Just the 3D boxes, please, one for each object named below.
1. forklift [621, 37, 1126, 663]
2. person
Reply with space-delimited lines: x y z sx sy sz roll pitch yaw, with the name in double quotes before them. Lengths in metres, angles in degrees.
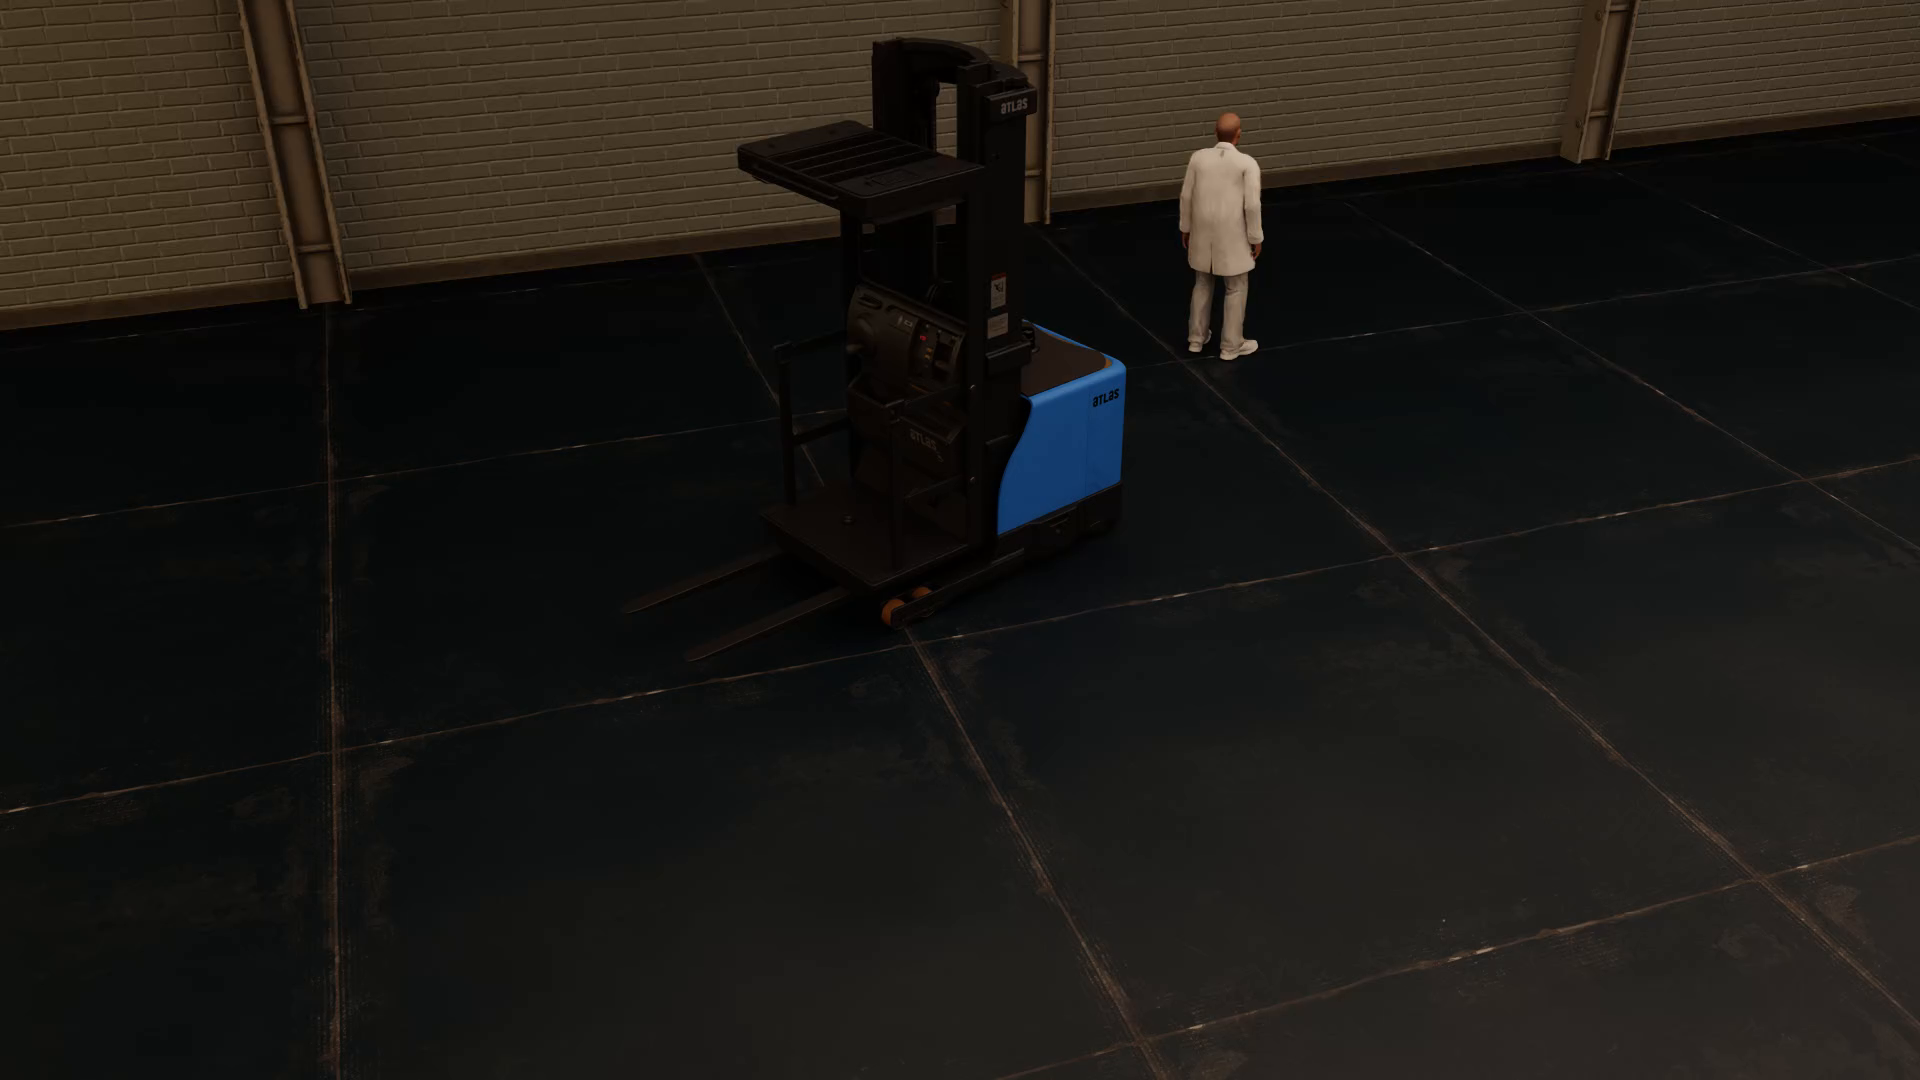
"forklift" -0.461 -1.072 8.951 3.031 2.935 1.130 -23 37 -34
"person" 1.894 -2.209 12.088 0.650 1.773 0.436 17 34 27
